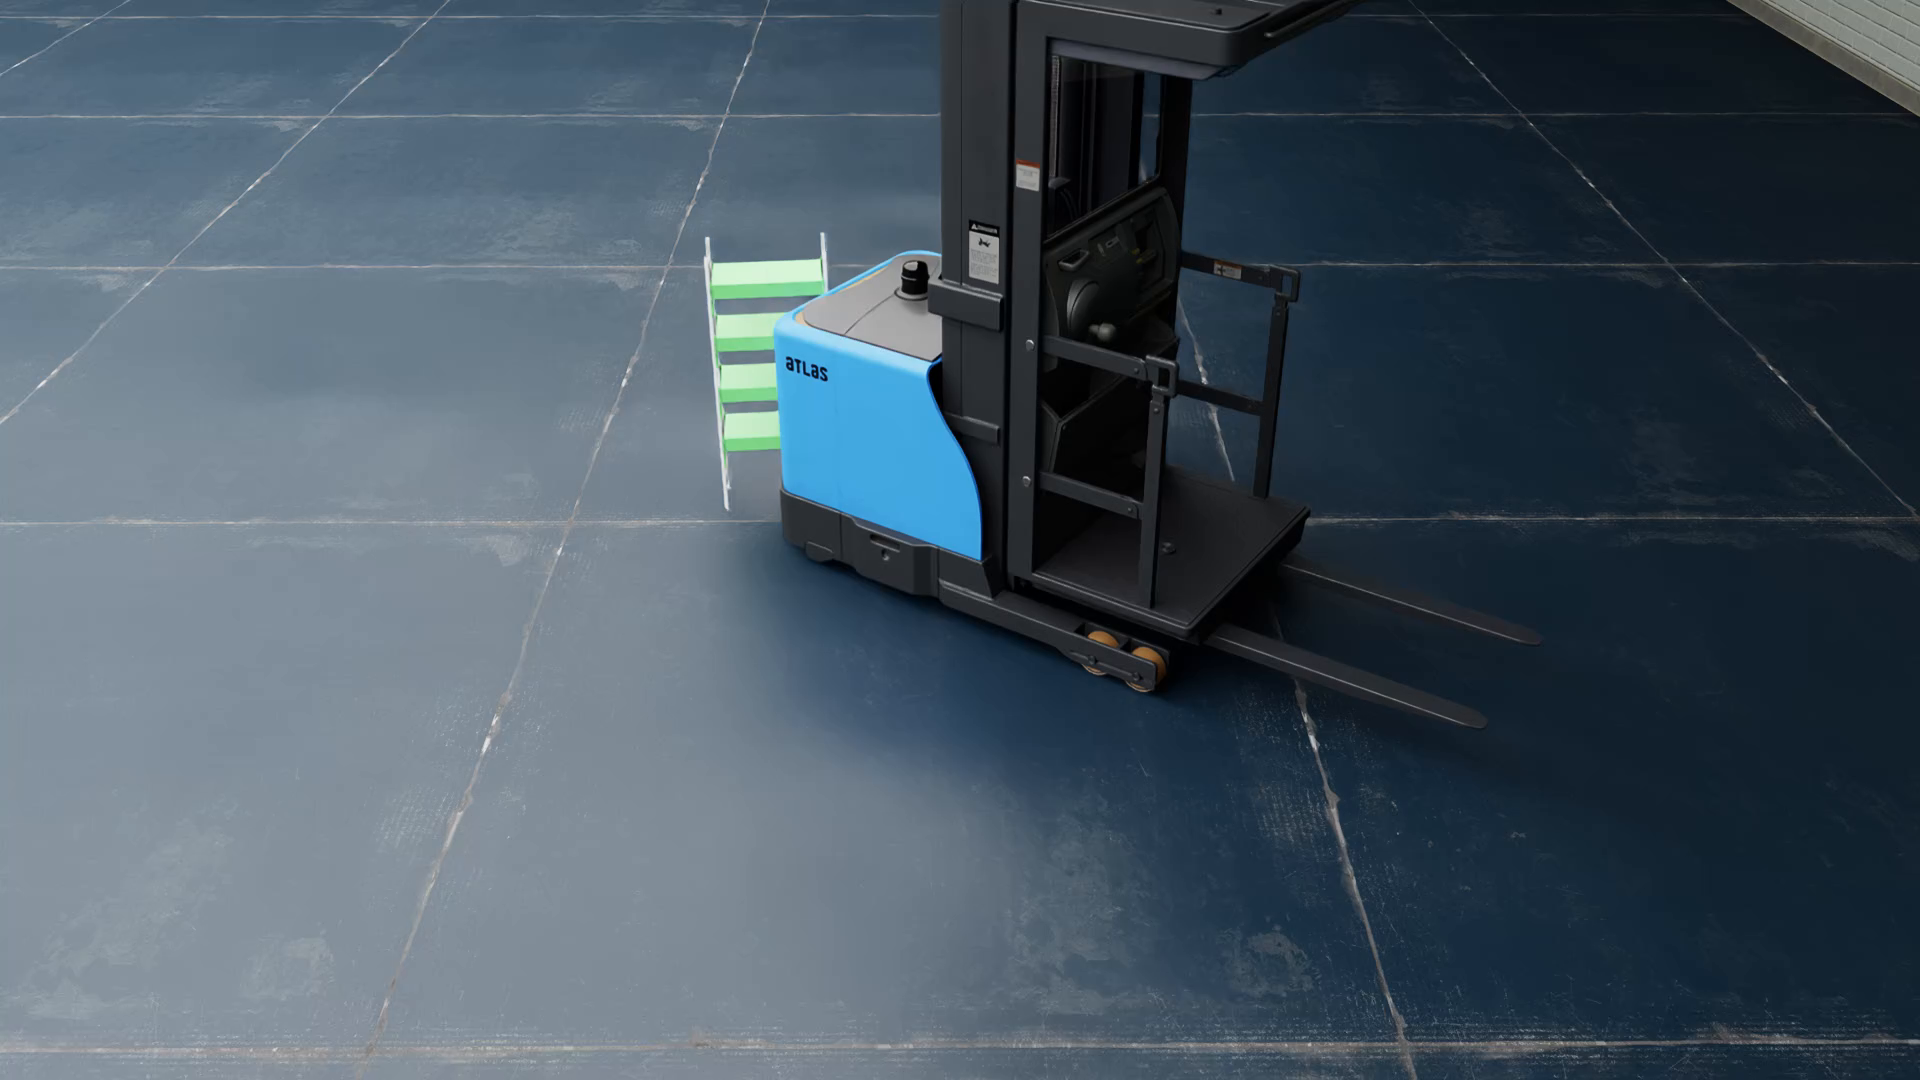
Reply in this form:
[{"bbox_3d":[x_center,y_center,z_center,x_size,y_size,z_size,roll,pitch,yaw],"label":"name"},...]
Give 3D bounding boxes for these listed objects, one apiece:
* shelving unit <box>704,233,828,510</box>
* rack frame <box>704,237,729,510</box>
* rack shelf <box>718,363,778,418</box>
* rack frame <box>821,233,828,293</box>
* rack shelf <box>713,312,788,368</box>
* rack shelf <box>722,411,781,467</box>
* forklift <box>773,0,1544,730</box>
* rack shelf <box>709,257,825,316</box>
[{"bbox_3d":[-0.817,-0.724,7.286,0.503,1.200,0.258,-3,31,-5],"label":"shelving unit"},{"bbox_3d":[-1.060,-0.710,7.264,0.015,1.200,0.240,-3,31,-5],"label":"rack frame"},{"bbox_3d":[-0.817,-0.669,7.319,0.480,0.148,0.258,-3,31,-5],"label":"rack shelf"},{"bbox_3d":[-0.574,-0.737,7.308,0.015,1.200,0.240,-3,31,-5],"label":"rack frame"},{"bbox_3d":[-0.817,-0.874,7.195,0.480,0.148,0.258,-3,31,-5],"label":"rack shelf"},{"bbox_3d":[-0.817,-0.464,7.444,0.480,0.148,0.258,-3,31,-5],"label":"rack shelf"},{"bbox_3d":[0.743,-0.992,6.060,3.031,2.935,1.130,19,36,29],"label":"forklift"},{"bbox_3d":[-0.817,-1.079,7.070,0.480,0.148,0.258,-3,31,-5],"label":"rack shelf"}]
